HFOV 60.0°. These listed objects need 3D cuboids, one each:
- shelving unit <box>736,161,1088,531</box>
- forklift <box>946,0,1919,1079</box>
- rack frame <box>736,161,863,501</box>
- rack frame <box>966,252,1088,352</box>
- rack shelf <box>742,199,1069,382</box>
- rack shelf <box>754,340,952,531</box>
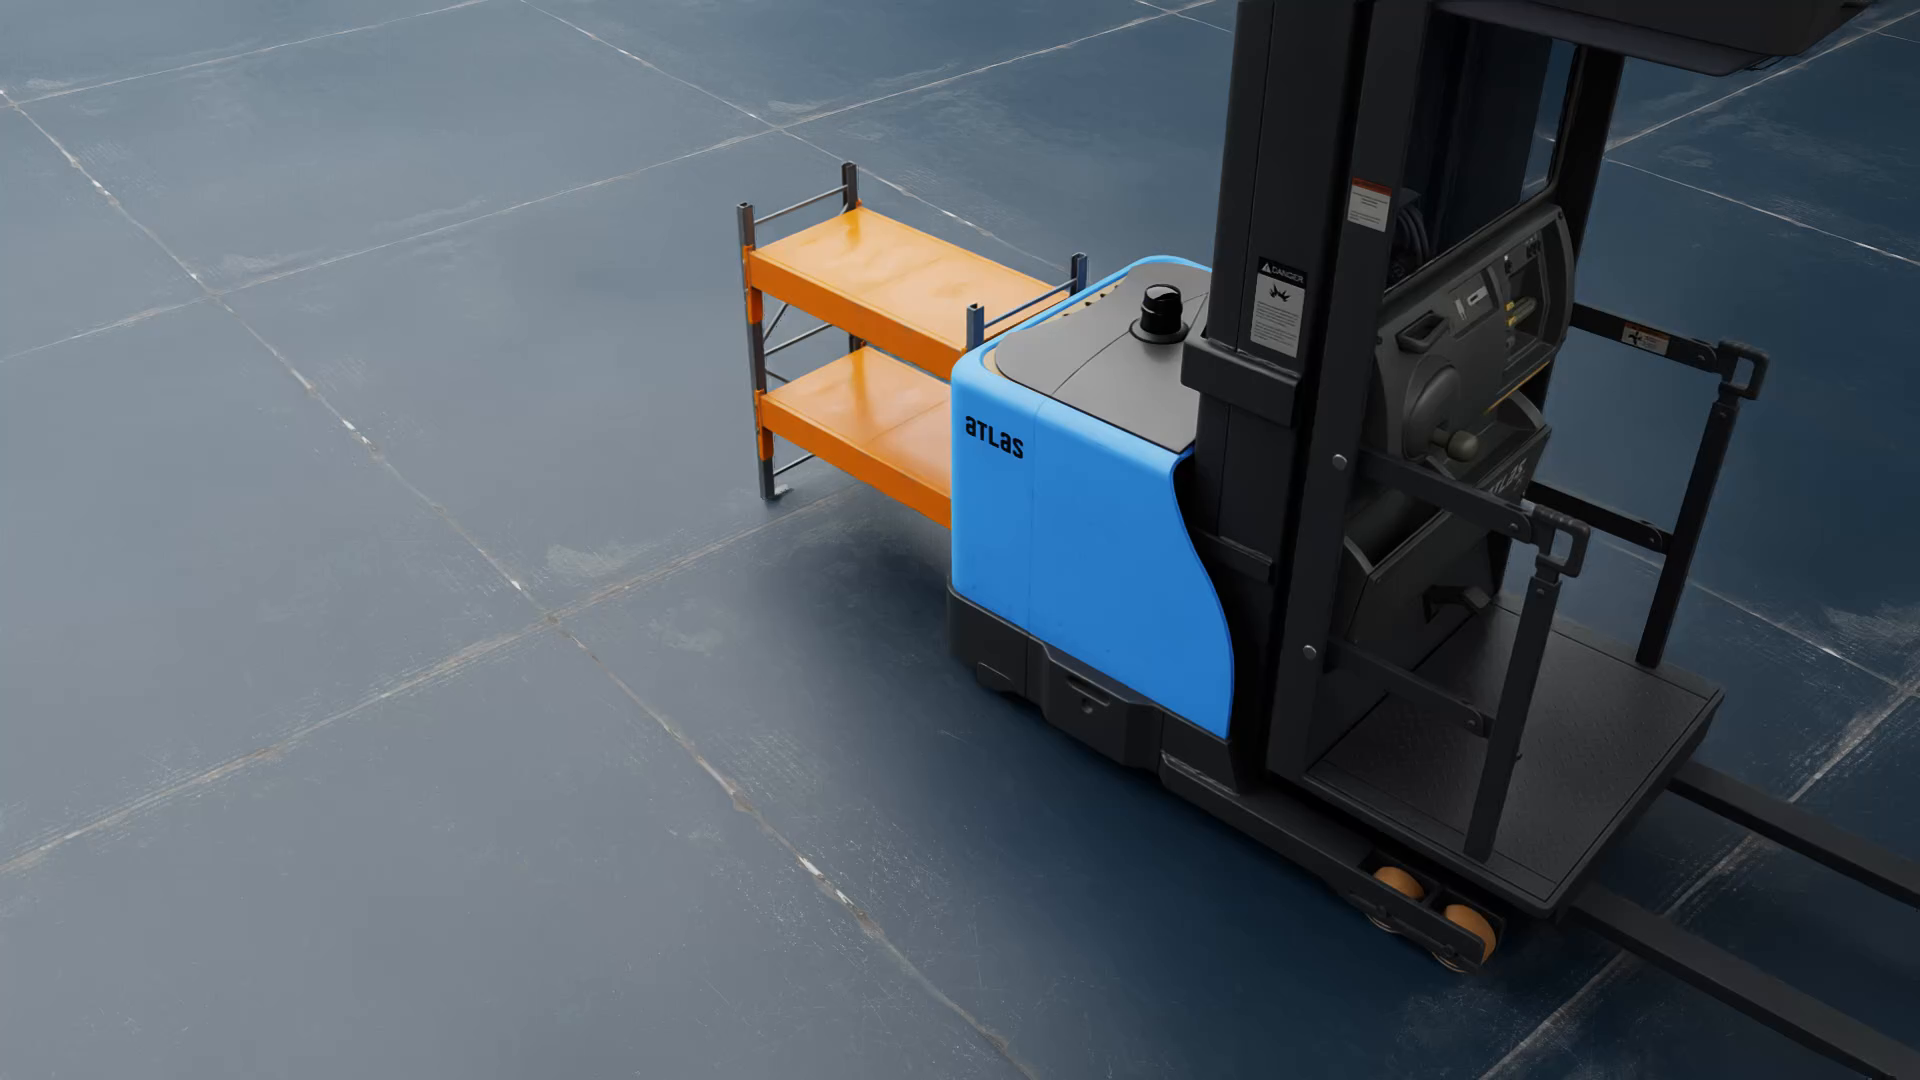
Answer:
[{"bbox_3d":[-0.165,-0.506,5.491,1.048,1.125,0.538,29,44,34],"label":"shelving unit"},{"bbox_3d":[1.390,-0.450,3.849,3.031,2.935,1.130,28,44,33],"label":"forklift"},{"bbox_3d":[-0.532,-0.709,5.779,0.032,1.125,0.500,29,44,34],"label":"rack frame"},{"bbox_3d":[0.202,-0.303,5.204,0.032,1.125,0.500,29,44,34],"label":"rack frame"},{"bbox_3d":[-0.165,-0.745,5.322,1.000,0.278,0.538,29,44,34],"label":"rack shelf"},{"bbox_3d":[-0.165,-0.307,5.633,1.000,0.278,0.538,29,44,34],"label":"rack shelf"}]
